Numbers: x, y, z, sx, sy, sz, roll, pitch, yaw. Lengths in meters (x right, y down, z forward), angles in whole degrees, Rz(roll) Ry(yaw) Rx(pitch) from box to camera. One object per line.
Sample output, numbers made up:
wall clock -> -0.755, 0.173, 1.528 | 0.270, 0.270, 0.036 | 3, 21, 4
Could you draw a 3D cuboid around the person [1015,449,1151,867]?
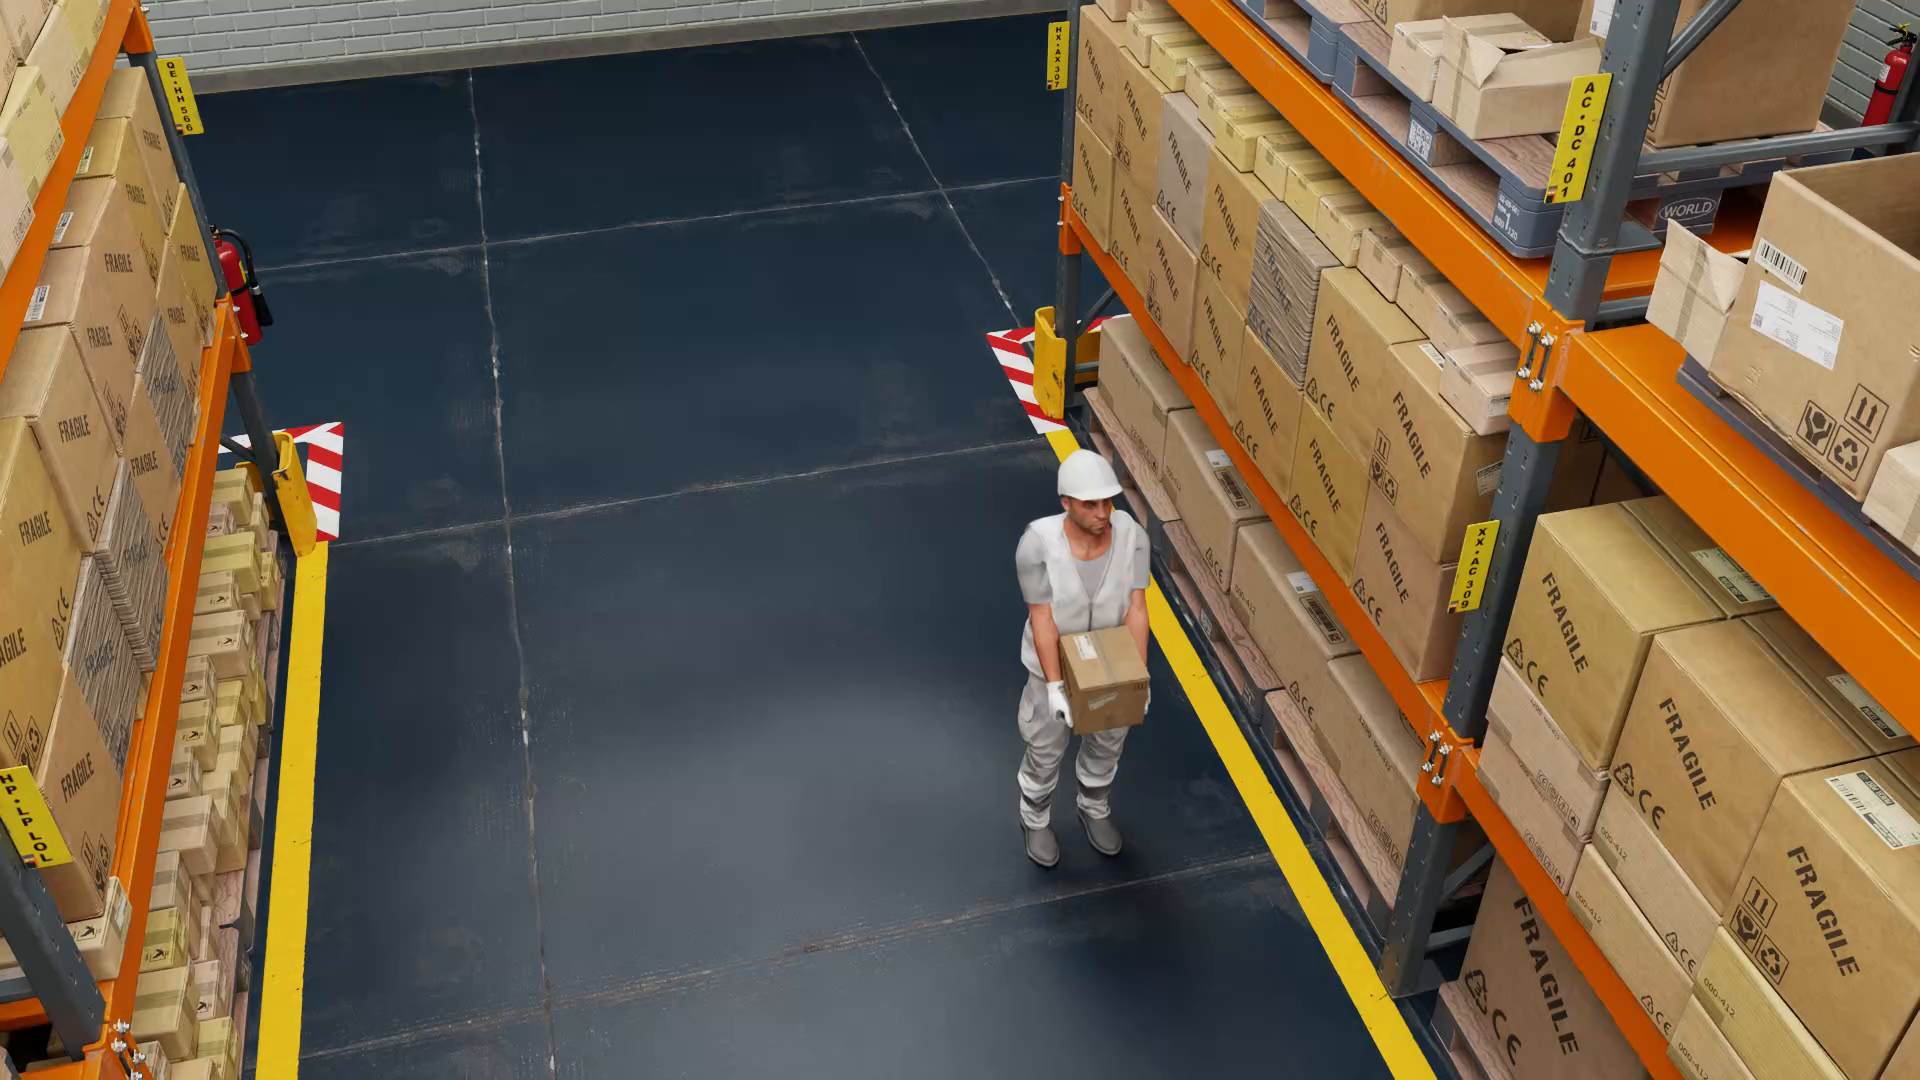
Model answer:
person -> 0.465, 0.511, 6.042 | 0.494, 1.783, 0.559 | -9, 39, -11
